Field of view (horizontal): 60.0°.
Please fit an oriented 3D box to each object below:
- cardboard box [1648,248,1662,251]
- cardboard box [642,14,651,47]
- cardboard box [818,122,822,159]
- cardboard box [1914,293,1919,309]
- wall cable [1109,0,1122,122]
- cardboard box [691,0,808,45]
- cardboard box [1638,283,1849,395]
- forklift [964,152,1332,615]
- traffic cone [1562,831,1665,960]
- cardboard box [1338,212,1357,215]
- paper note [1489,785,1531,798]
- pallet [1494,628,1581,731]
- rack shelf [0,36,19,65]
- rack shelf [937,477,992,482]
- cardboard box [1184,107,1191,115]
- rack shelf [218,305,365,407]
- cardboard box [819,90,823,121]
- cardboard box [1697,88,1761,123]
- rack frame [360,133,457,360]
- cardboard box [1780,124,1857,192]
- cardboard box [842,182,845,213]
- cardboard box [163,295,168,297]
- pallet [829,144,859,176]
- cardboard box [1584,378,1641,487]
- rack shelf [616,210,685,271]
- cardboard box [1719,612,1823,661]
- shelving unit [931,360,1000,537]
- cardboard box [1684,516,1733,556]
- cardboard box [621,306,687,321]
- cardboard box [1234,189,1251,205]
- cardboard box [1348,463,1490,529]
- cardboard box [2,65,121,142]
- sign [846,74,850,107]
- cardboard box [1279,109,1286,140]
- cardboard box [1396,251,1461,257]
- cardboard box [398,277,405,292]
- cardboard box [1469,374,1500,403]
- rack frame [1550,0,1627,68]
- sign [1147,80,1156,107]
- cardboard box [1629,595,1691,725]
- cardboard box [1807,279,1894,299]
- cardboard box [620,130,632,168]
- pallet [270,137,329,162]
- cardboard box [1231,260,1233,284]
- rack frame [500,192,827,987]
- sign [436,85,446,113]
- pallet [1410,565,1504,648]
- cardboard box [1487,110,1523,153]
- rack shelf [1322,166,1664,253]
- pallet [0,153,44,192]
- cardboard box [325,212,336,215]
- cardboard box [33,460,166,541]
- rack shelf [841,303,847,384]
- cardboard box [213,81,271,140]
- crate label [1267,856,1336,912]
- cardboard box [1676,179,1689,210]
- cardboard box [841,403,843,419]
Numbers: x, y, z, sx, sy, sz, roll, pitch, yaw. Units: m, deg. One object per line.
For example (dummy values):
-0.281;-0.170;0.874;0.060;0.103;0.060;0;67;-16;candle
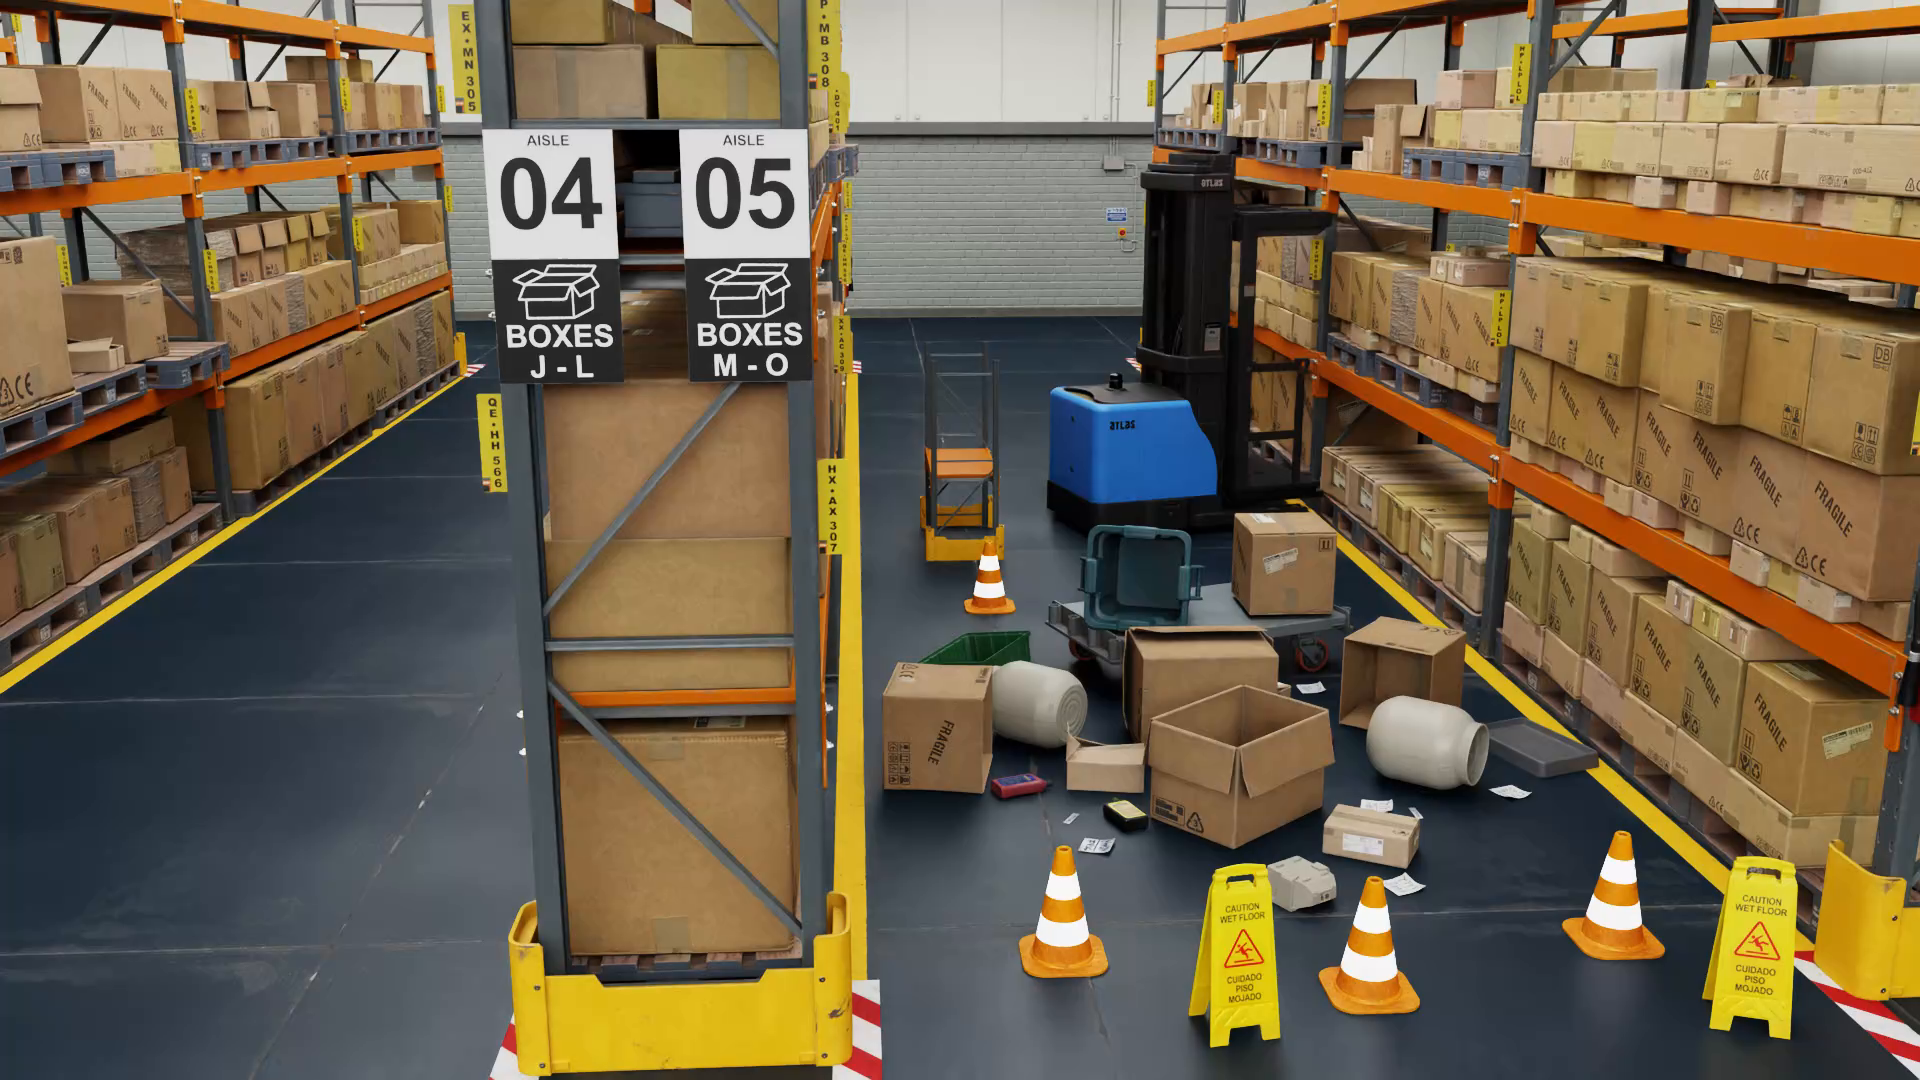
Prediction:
8.340;-3.261;19.385;0.500;0.250;0.500;-1;14;-2;cardboard box
-1.397;-1.946;6.409;0.380;0.149;0.250;-1;14;-3;cardboard box
-0.740;-1.570;6.549;0.380;0.149;0.250;-1;14;-3;cardboard box
8.175;-1.869;13.570;0.500;0.250;0.500;-1;14;-3;cardboard box
2.334;-8.042;26.224;0.463;3.000;0.029;-1;14;-3;wall cable
-0.679;-1.703;5.465;0.380;0.149;0.250;-1;14;-3;cardboard box
3.658;-0.925;7.798;0.700;0.500;0.500;-1;14;-4;cardboard box
1.808;-1.395;12.566;4.586;2.935;2.622;-5;15;-19;forklift
2.644;1.394;6.679;0.336;0.463;0.334;-1;14;-3;traffic cone
3.545;-2.902;16.079;0.500;0.500;0.500;0;14;-2;cardboard box
2.708;1.233;8.173;0.142;0.019;0.148;-6;16;-23;paper note
3.788;0.775;9.591;1.003;0.211;1.213;-1;14;-3;pallet
-11.743;-5.363;18.057;1.077;0.370;4.000;-1;14;-3;rack shelf
0.005;-0.566;12.793;0.416;0.036;0.922;-1;14;-3;rack shelf
3.085;-5.248;20.641;0.500;0.250;0.500;-2;15;-9;cardboard box
-6.552;-1.733;15.186;1.077;0.370;4.000;-1;14;-3;rack shelf
-0.844;-1.922;7.118;0.500;0.250;0.500;-1;14;-4;cardboard box
3.514;-1.925;7.372;0.380;0.149;0.250;-1;14;-2;cardboard box
-6.924;-3.574;20.895;1.000;3.000;0.127;-1;14;-3;rack frame
3.641;-1.520;6.598;0.500;0.250;0.500;-1;14;-4;cardboard box
-1.618;-3.937;19.502;0.500;0.500;0.500;0;14;-1;cardboard box
-6.706;-1.751;13.612;0.500;0.500;0.500;0;14;-2;cardboard box
-1.379;-2.837;12.393;1.213;0.211;1.003;0;14;-1;pallet
3.532;-0.571;8.429;0.500;0.500;0.500;-1;14;-4;cardboard box
-1.100;-1.377;7.246;0.919;0.052;3.809;-1;14;-3;rack shelf
3.559;0.418;7.250;0.380;0.149;0.250;0;14;-2;cardboard box
0.007;-0.697;12.726;0.500;1.500;0.985;-1;14;-3;shelving unit
3.573;-0.032;7.637;0.380;0.149;0.250;-1;14;-4;cardboard box
-1.148;-0.741;7.418;0.875;0.550;0.500;-1;14;-3;cardboard box
2.878;-3.650;17.684;0.380;0.149;0.250;-1;14;-5;cardboard box
3.542;-0.344;12.773;0.950;0.372;0.625;-1;14;-5;cardboard box
-6.091;-2.962;11.294;0.500;0.500;0.500;-1;14;-2;cardboard box
-1.166;-4.533;16.779;0.100;0.325;0.005;-1;14;-3;sign
3.028;-3.665;14.658;0.396;0.266;0.258;-1;14;-5;cardboard box
3.768;-2.024;13.233;0.500;0.500;0.500;-1;14;-5;cardboard box
-6.443;-2.858;18.619;0.380;0.149;0.250;-1;14;-3;cardboard box
3.403;-0.948;10.351;0.380;0.149;0.250;-1;14;-3;cardboard box
7.921;-6.709;21.044;1.000;3.000;0.127;-1;14;-3;rack frame
2.413;-5.634;20.970;0.100;0.325;0.005;-1;14;-3;sign
3.589;0.567;7.973;0.500;0.500;0.500;-1;14;-5;cardboard box
8.028;-2.203;15.025;0.500;0.250;0.500;-2;15;-6;cardboard box
-1.349;-1.369;5.767;0.380;0.149;0.250;-1;14;-3;cardboard box
-6.570;-3.711;15.796;0.805;0.209;1.217;-1;15;-6;pallet
2.961;-2.787;17.138;0.500;0.250;0.500;-1;14;-5;cardboard box
-0.976;0.354;5.630;1.000;3.000;0.127;-1;14;-3;rack frame
-6.381;-5.422;20.440;0.100;0.325;0.005;-1;14;-3;sign
3.661;0.415;10.991;1.003;0.211;1.213;-1;14;-3;pallet
3.530;-2.469;10.039;0.500;0.250;0.500;-1;14;-5;cardboard box
3.587;-2.344;11.540;1.077;0.370;4.000;-1;14;-3;rack shelf
-6.112;-2.106;9.549;1.213;0.211;1.003;-1;14;-3;pallet
-6.998;-3.248;17.830;0.500;0.500;0.500;-1;14;-3;cardboard box
-6.320;-0.282;12.238;0.700;0.500;0.500;-2;15;-8;cardboard box
-1.595;-1.784;15.385;1.077;0.370;4.000;-1;14;-3;rack shelf
-6.576;-3.798;14.697;0.797;0.503;0.637;-1;14;-4;cardboard box
1.447;1.459;7.080;0.250;0.136;0.298;-9;17;-32;crate label
3.580;-1.608;7.739;0.380;0.149;0.250;-1;14;-3;cardboard box
-1.295;-0.933;14.807;0.500;0.500;0.500;-1;14;-3;cardboard box
